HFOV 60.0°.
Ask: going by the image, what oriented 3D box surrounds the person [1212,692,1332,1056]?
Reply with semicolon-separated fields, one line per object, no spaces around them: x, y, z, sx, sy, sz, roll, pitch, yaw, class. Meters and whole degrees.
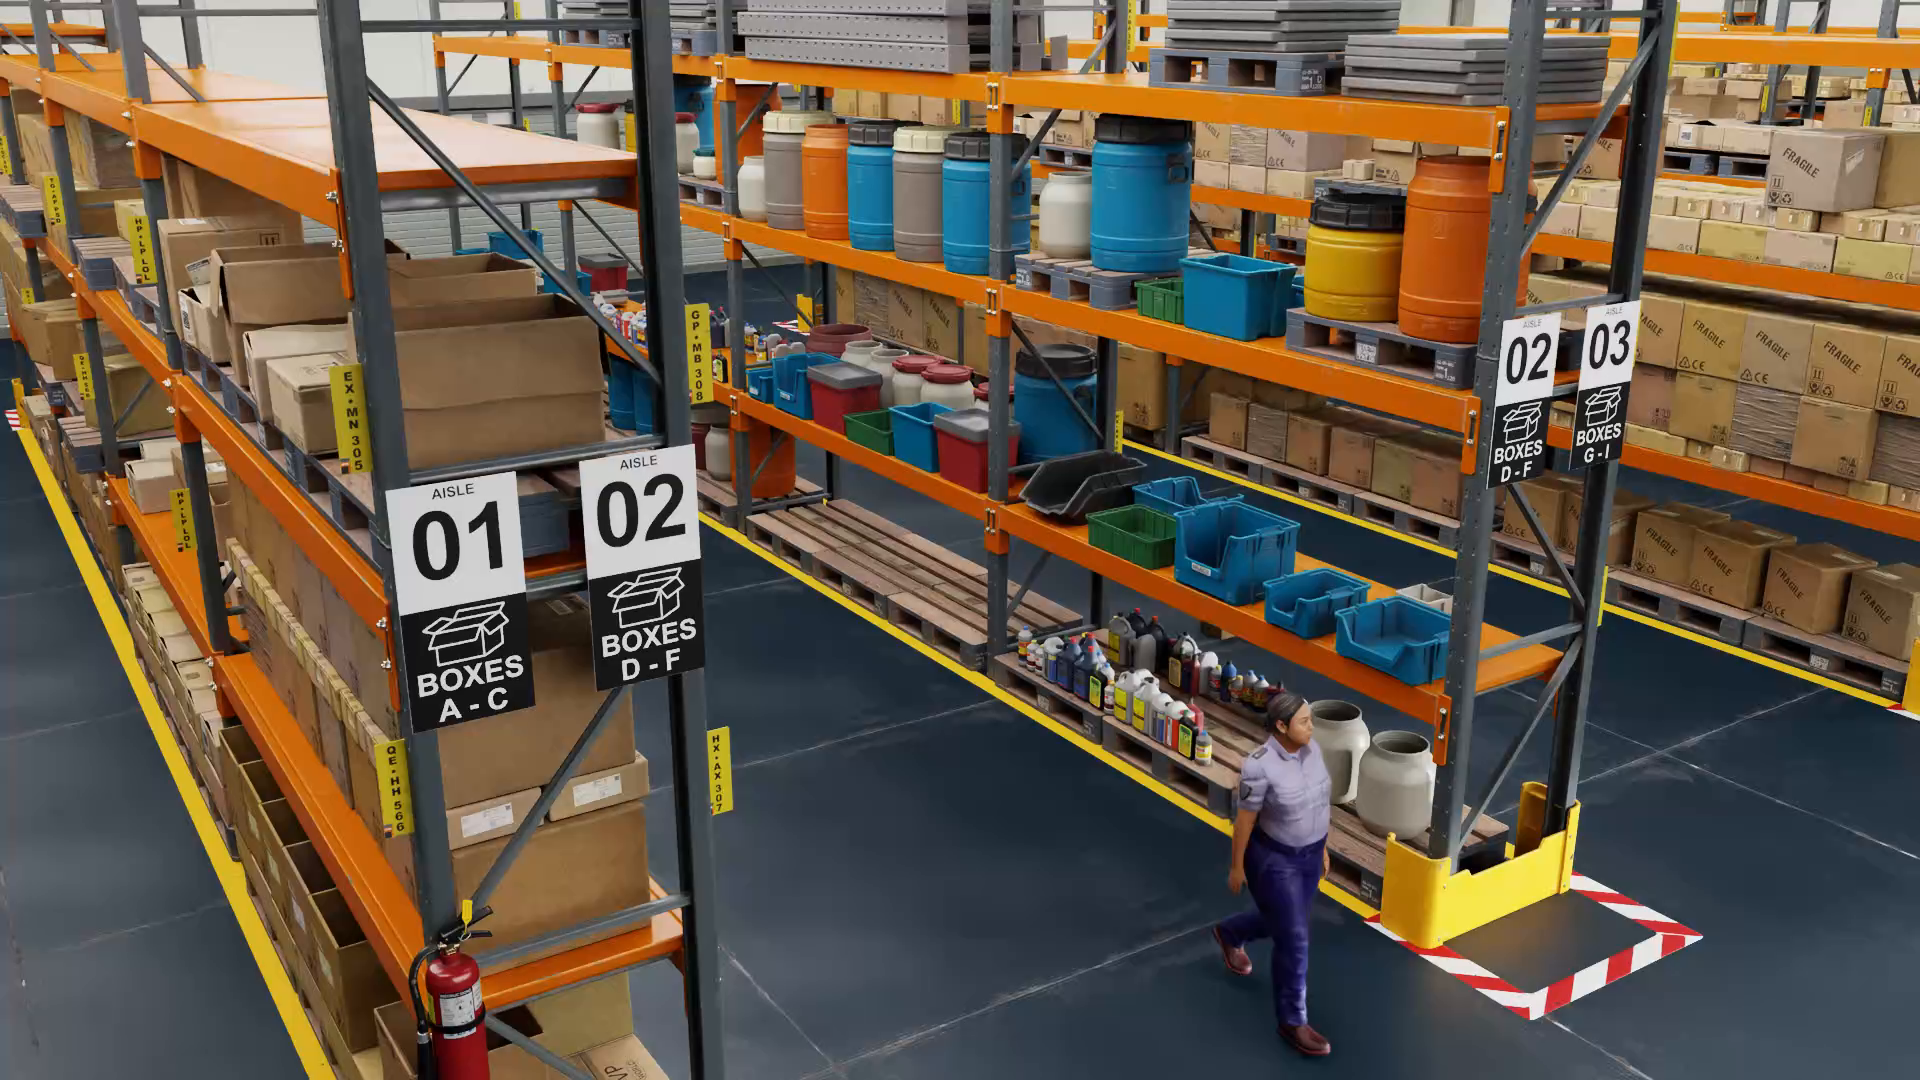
1.481;1.448;7.671;0.504;1.606;0.892;-14;23;-36;person
